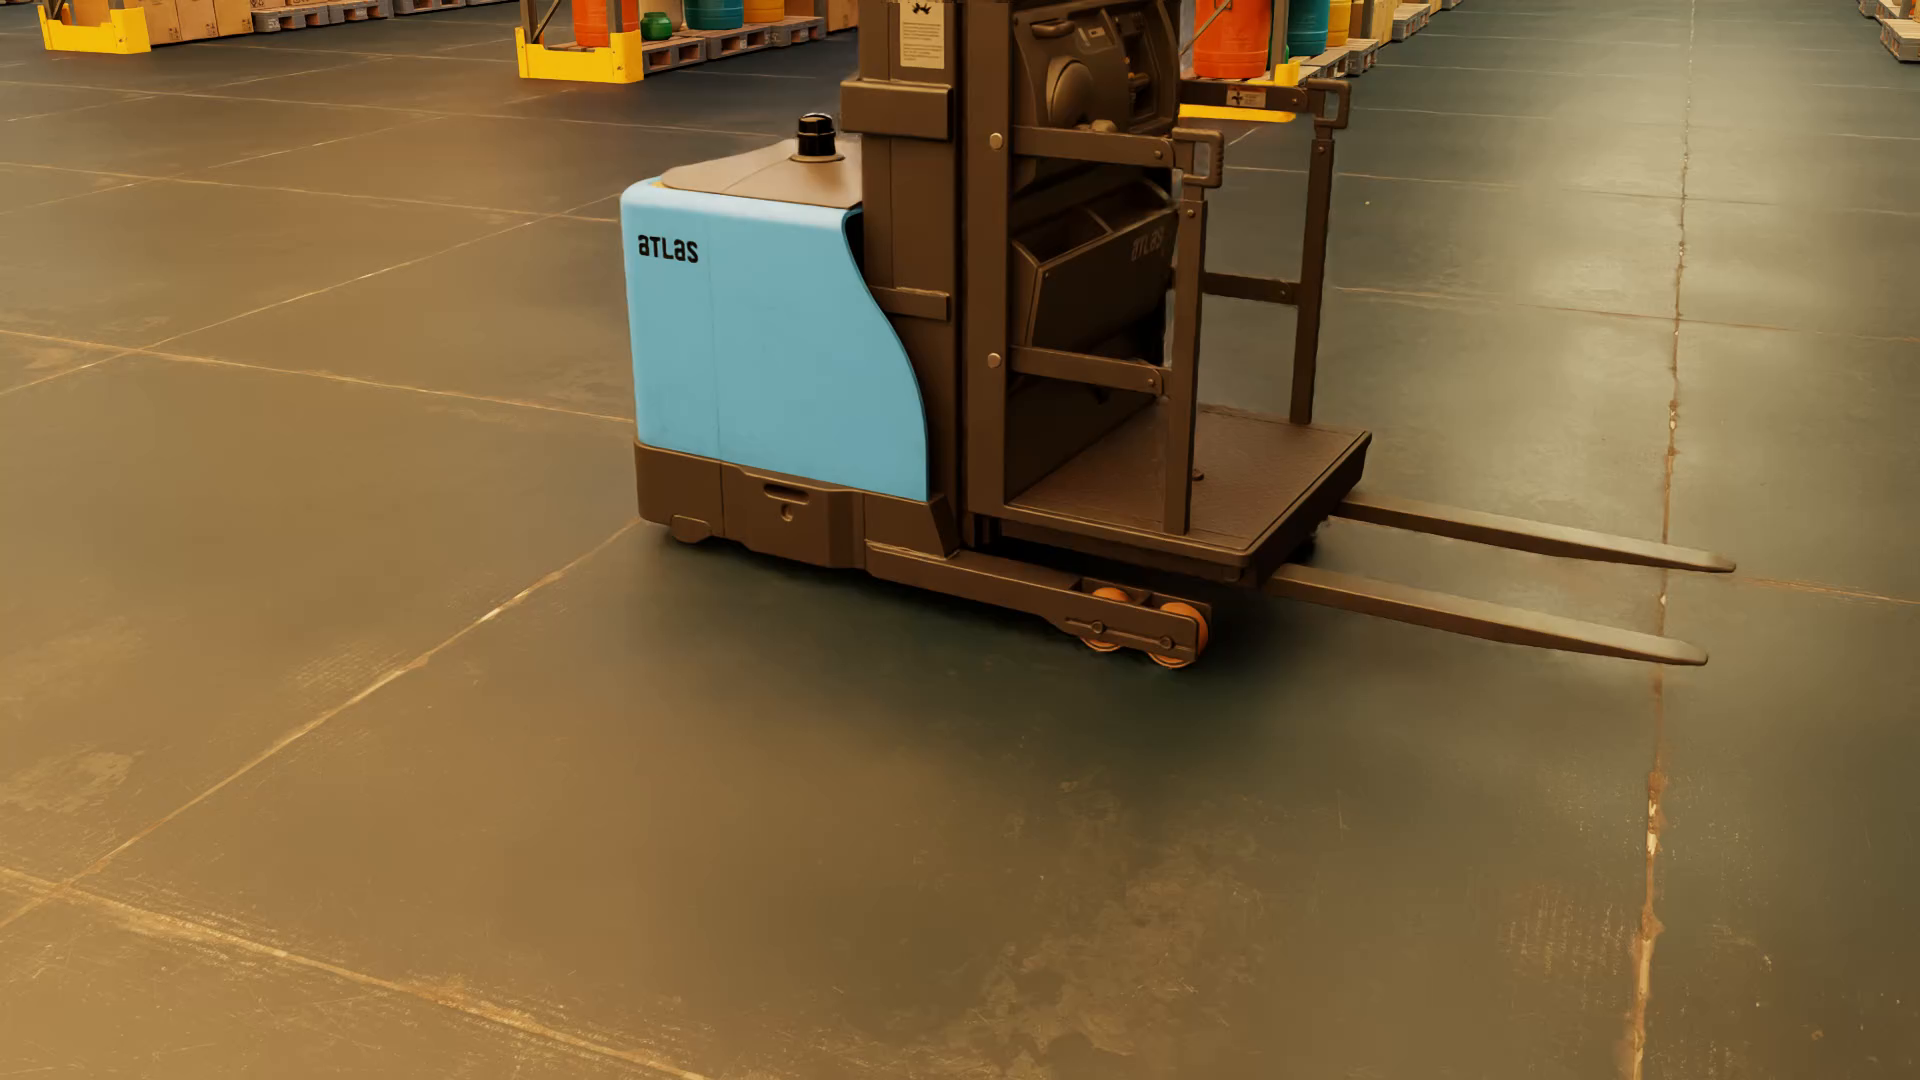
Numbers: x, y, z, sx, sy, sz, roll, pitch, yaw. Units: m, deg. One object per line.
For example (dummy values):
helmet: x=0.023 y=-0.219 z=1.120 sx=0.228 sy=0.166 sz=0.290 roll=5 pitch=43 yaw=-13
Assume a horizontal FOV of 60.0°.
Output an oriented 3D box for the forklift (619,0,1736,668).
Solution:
forklift: x=0.552 y=-1.255 z=4.296 sx=3.031 sy=2.935 sz=1.130 roll=12 pitch=26 yaw=26
